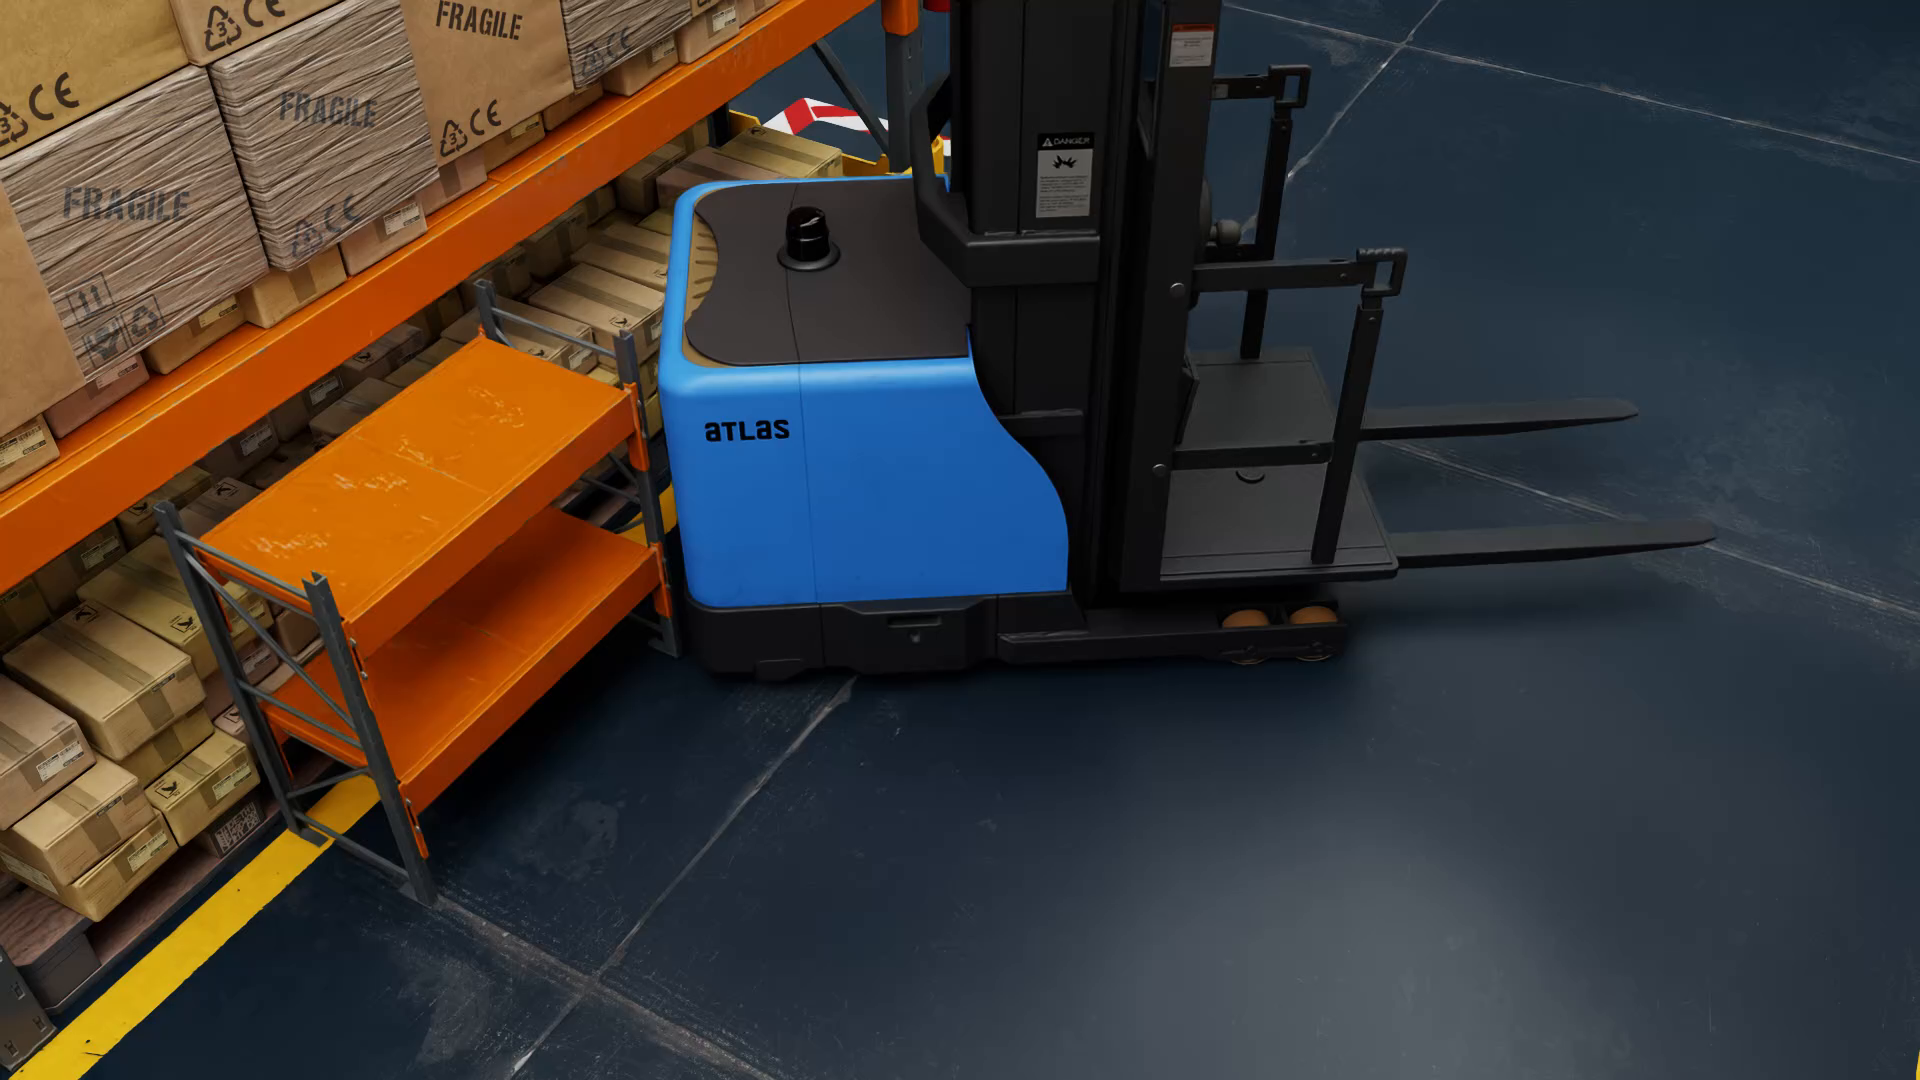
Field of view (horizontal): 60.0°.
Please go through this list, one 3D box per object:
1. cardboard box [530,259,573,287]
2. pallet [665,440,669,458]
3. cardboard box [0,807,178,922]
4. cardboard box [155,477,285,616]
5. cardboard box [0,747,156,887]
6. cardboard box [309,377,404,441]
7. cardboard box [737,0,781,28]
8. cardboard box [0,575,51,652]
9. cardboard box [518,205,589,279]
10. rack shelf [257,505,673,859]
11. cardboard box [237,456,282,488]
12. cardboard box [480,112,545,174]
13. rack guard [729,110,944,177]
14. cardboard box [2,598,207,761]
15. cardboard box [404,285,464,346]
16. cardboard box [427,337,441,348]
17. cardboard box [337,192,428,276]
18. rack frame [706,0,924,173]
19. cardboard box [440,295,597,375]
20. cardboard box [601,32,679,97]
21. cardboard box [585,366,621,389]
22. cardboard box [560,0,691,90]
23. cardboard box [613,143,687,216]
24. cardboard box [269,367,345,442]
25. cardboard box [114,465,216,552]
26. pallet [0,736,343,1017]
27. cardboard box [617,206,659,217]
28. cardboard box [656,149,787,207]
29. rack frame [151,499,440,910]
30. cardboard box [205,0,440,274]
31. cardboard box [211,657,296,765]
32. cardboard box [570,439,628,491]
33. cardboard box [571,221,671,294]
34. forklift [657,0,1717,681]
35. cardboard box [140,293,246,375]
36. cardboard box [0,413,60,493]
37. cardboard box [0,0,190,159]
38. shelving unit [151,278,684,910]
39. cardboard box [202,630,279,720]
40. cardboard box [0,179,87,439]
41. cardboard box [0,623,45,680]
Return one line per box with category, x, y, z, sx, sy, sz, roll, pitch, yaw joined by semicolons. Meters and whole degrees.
cardboard box;-1.530;-0.948;5.671;0.380;0.149;0.250;22;46;23
pallet;-1.067;-0.838;6.042;1.003;0.211;1.213;21;45;22
cardboard box;-2.133;0.717;4.005;0.380;0.149;0.250;19;45;20
cardboard box;-1.858;0.012;4.356;0.380;0.149;0.250;20;45;21
cardboard box;-2.135;0.606;3.906;0.380;0.149;0.250;23;46;24
cardboard box;-1.595;-0.290;4.699;0.380;0.149;0.250;19;45;20
cardboard box;-0.780;-1.729;5.134;0.380;0.149;0.250;20;45;22
cardboard box;-2.547;0.147;4.202;0.380;0.149;0.250;21;46;23
cardboard box;-1.471;-1.037;5.547;0.380;0.149;0.250;19;45;20
rack shelf;-1.287;0.309;4.410;0.538;0.278;1.000;21;46;22
cardboard box;-2.146;-0.159;4.775;0.380;0.149;0.250;22;46;23
cardboard box;-1.350;-1.142;4.467;0.380;0.149;0.250;22;46;23
rack guard;-0.630;-1.400;6.462;1.175;0.500;0.348;21;45;22
cardboard box;-2.052;0.330;3.995;0.380;0.149;0.250;23;46;24
cardboard box;-1.789;-0.746;5.216;0.380;0.149;0.250;22;46;23
cardboard box;-1.681;-0.596;5.271;0.380;0.149;0.250;23;46;24
cardboard box;-1.551;-0.822;4.104;0.380;0.149;0.250;23;46;24
rack frame;-0.592;-2.382;5.685;1.000;3.000;0.127;21;45;22
cardboard box;-1.331;-0.577;5.025;0.380;0.149;0.250;19;45;21
cardboard box;-1.044;-1.434;4.799;0.380;0.149;0.250;19;45;20
cardboard box;-1.260;-0.446;5.101;0.380;0.149;0.250;23;46;24
cardboard box;-1.101;-1.602;4.499;0.500;0.500;0.500;21;46;22
cardboard box;-1.182;-1.308;5.854;0.380;0.149;0.250;22;46;23
cardboard box;-2.052;-0.464;4.897;0.380;0.149;0.250;19;45;21
cardboard box;-2.231;-0.120;4.506;0.380;0.149;0.250;22;46;23
pallet;-2.288;0.558;4.457;1.003;0.211;1.213;21;45;22
cardboard box;-1.262;-1.228;5.989;0.380;0.149;0.250;21;45;22
cardboard box;-0.813;-1.181;5.711;0.380;0.149;0.250;22;46;23
rack frame;-1.542;0.421;3.919;0.500;1.125;0.032;21;46;22
cardboard box;-1.603;-1.004;3.820;0.500;0.500;0.500;20;45;21
cardboard box;-1.920;0.406;4.359;0.380;0.149;0.250;21;45;22
cardboard box;-1.262;-0.334;5.199;0.380;0.149;0.250;22;46;23
cardboard box;-1.017;-0.864;5.350;0.380;0.149;0.250;19;45;20
forklift;0.709;-1.085;4.265;3.031;2.935;1.130;-3;41;-3
cardboard box;-1.874;-0.548;3.793;0.380;0.149;0.250;19;45;20
cardboard box;-2.103;-0.225;3.426;0.380;0.149;0.250;22;46;23
cardboard box;-1.910;-1.096;3.168;0.500;0.500;0.500;20;45;21
shelving unit;-1.287;0.127;4.247;0.538;1.125;1.048;21;46;22
cardboard box;-1.995;0.280;4.276;0.380;0.149;0.250;21;45;22
cardboard box;-2.127;-0.442;3.182;0.500;0.500;0.500;20;45;21
cardboard box;-2.586;0.264;4.295;0.380;0.149;0.250;19;45;20
